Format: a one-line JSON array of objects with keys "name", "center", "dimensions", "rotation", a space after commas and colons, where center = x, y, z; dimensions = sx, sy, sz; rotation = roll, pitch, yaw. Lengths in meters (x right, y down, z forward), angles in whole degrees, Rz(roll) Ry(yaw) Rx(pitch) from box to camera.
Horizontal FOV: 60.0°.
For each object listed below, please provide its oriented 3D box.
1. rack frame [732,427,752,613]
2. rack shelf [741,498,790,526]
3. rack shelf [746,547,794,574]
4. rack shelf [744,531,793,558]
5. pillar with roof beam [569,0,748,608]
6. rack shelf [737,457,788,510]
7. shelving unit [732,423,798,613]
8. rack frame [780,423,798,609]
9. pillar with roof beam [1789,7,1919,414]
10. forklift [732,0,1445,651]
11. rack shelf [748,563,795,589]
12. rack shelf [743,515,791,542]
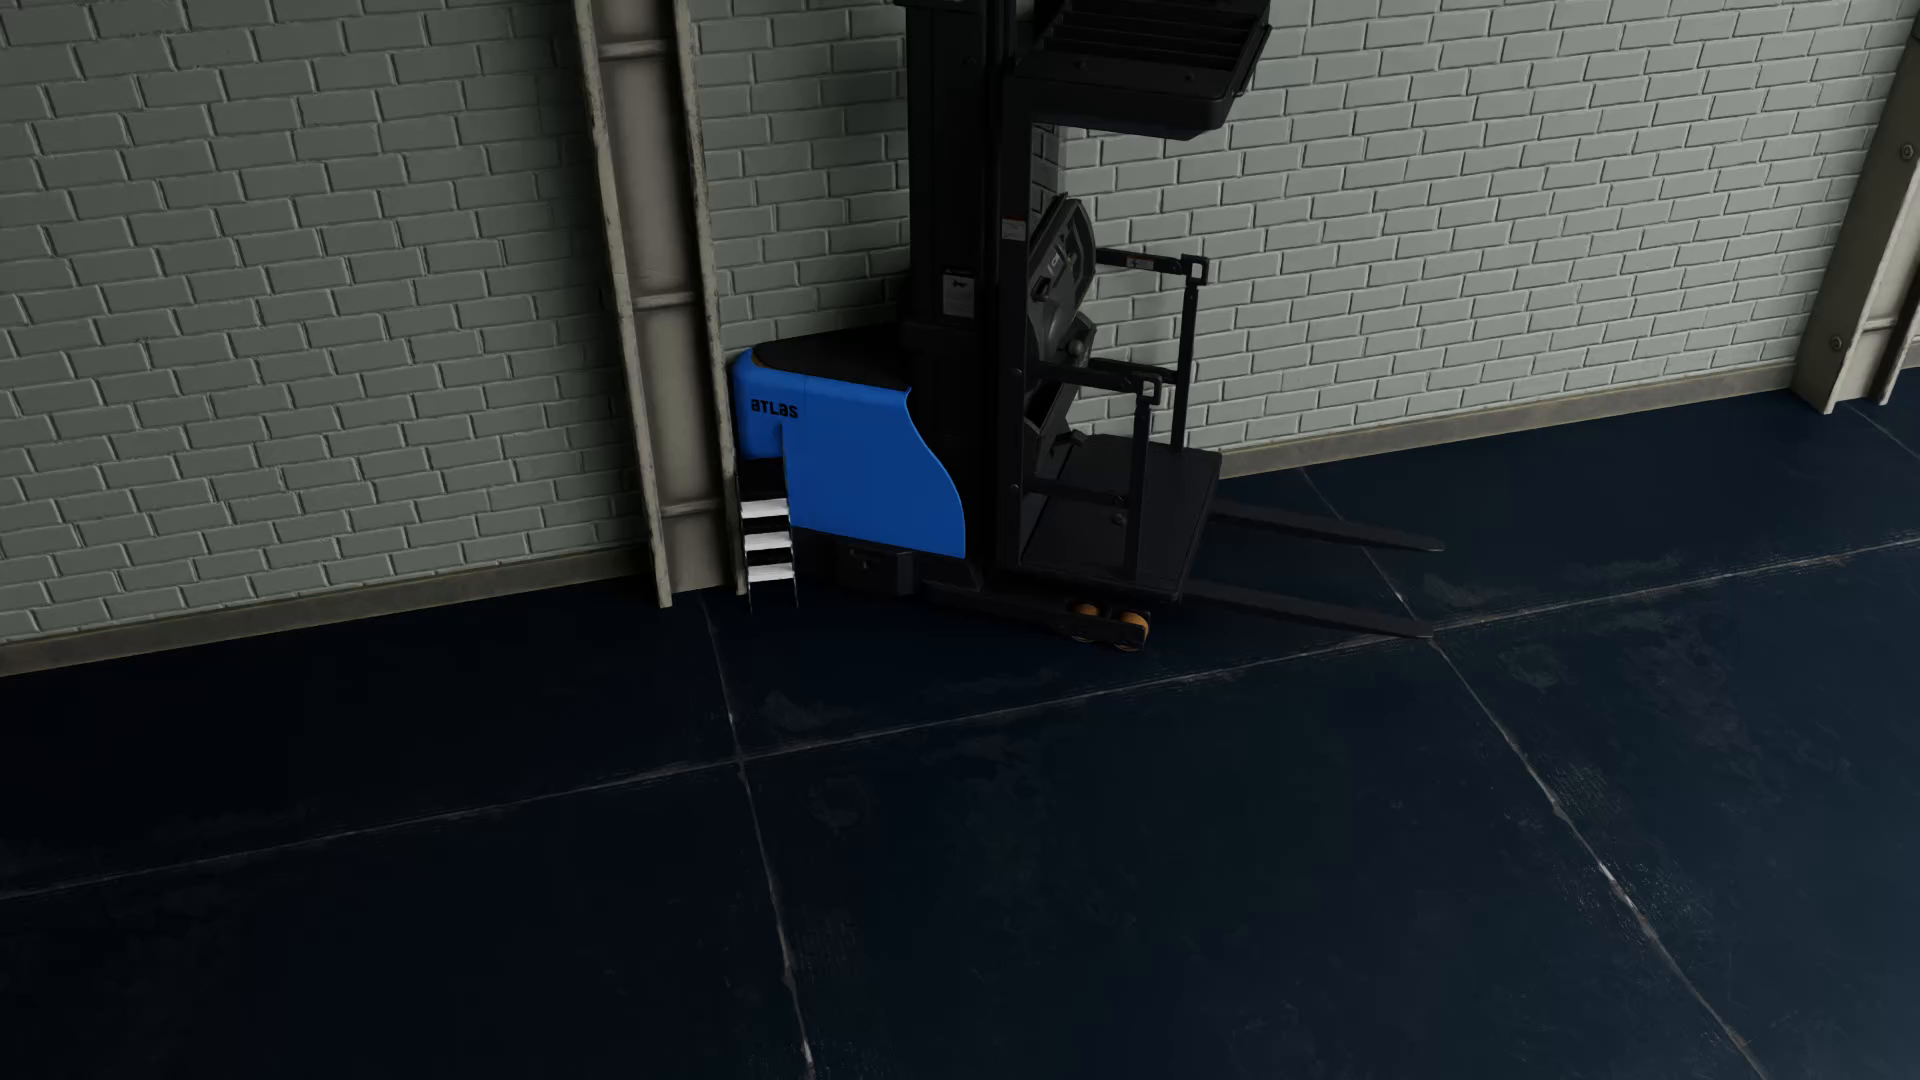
[{"name": "rack frame", "center": [-0.936, -0.055, 7.161], "dimensions": [0.006, 0.900, 0.240], "rotation": [-5, 41, -6]}, {"name": "rack shelf", "center": [-0.835, -0.176, 7.077], "dimensions": [0.200, 0.077, 0.258], "rotation": [-5, 41, -6]}, {"name": "rack shelf", "center": [-0.836, 0.029, 7.253], "dimensions": [0.200, 0.077, 0.258], "rotation": [-5, 41, -6]}, {"name": "rack shelf", "center": [-0.836, -0.040, 7.195], "dimensions": [0.200, 0.077, 0.258], "rotation": [-5, 41, -6]}, {"name": "pillar with roof beam", "center": [-0.057, -0.869, 1.479], "dimensions": [0.400, 9.000, 9.100], "rotation": [-9, 38, -12]}, {"name": "rack shelf", "center": [-0.835, -0.244, 7.018], "dimensions": [0.200, 0.077, 0.258], "rotation": [-5, 41, -6]}, {"name": "shelving unit", "center": [-0.835, -0.065, 7.173], "dimensions": [0.210, 0.900, 0.258], "rotation": [-5, 41, -6]}, {"name": "rack frame", "center": [-0.735, -0.074, 7.184], "dimensions": [0.006, 0.900, 0.240], "rotation": [-5, 41, -6]}, {"name": "pillar with roof beam", "center": [5.736, -1.819, 2.722], "dimensions": [0.400, 9.000, 9.100], "rotation": [-9, 38, -12]}, {"name": "forklift", "center": [0.602, -1.051, 6.712], "dimensions": [3.031, 2.935, 1.130], "rotation": [11, 39, 14]}, {"name": "rack shelf", "center": [-0.836, 0.097, 7.312], "dimensions": [0.200, 0.077, 0.258], "rotation": [-5, 41, -6]}, {"name": "rack shelf", "center": [-0.835, -0.108, 7.136], "dimensions": [0.200, 0.077, 0.258], "rotation": [-5, 41, -6]}]
